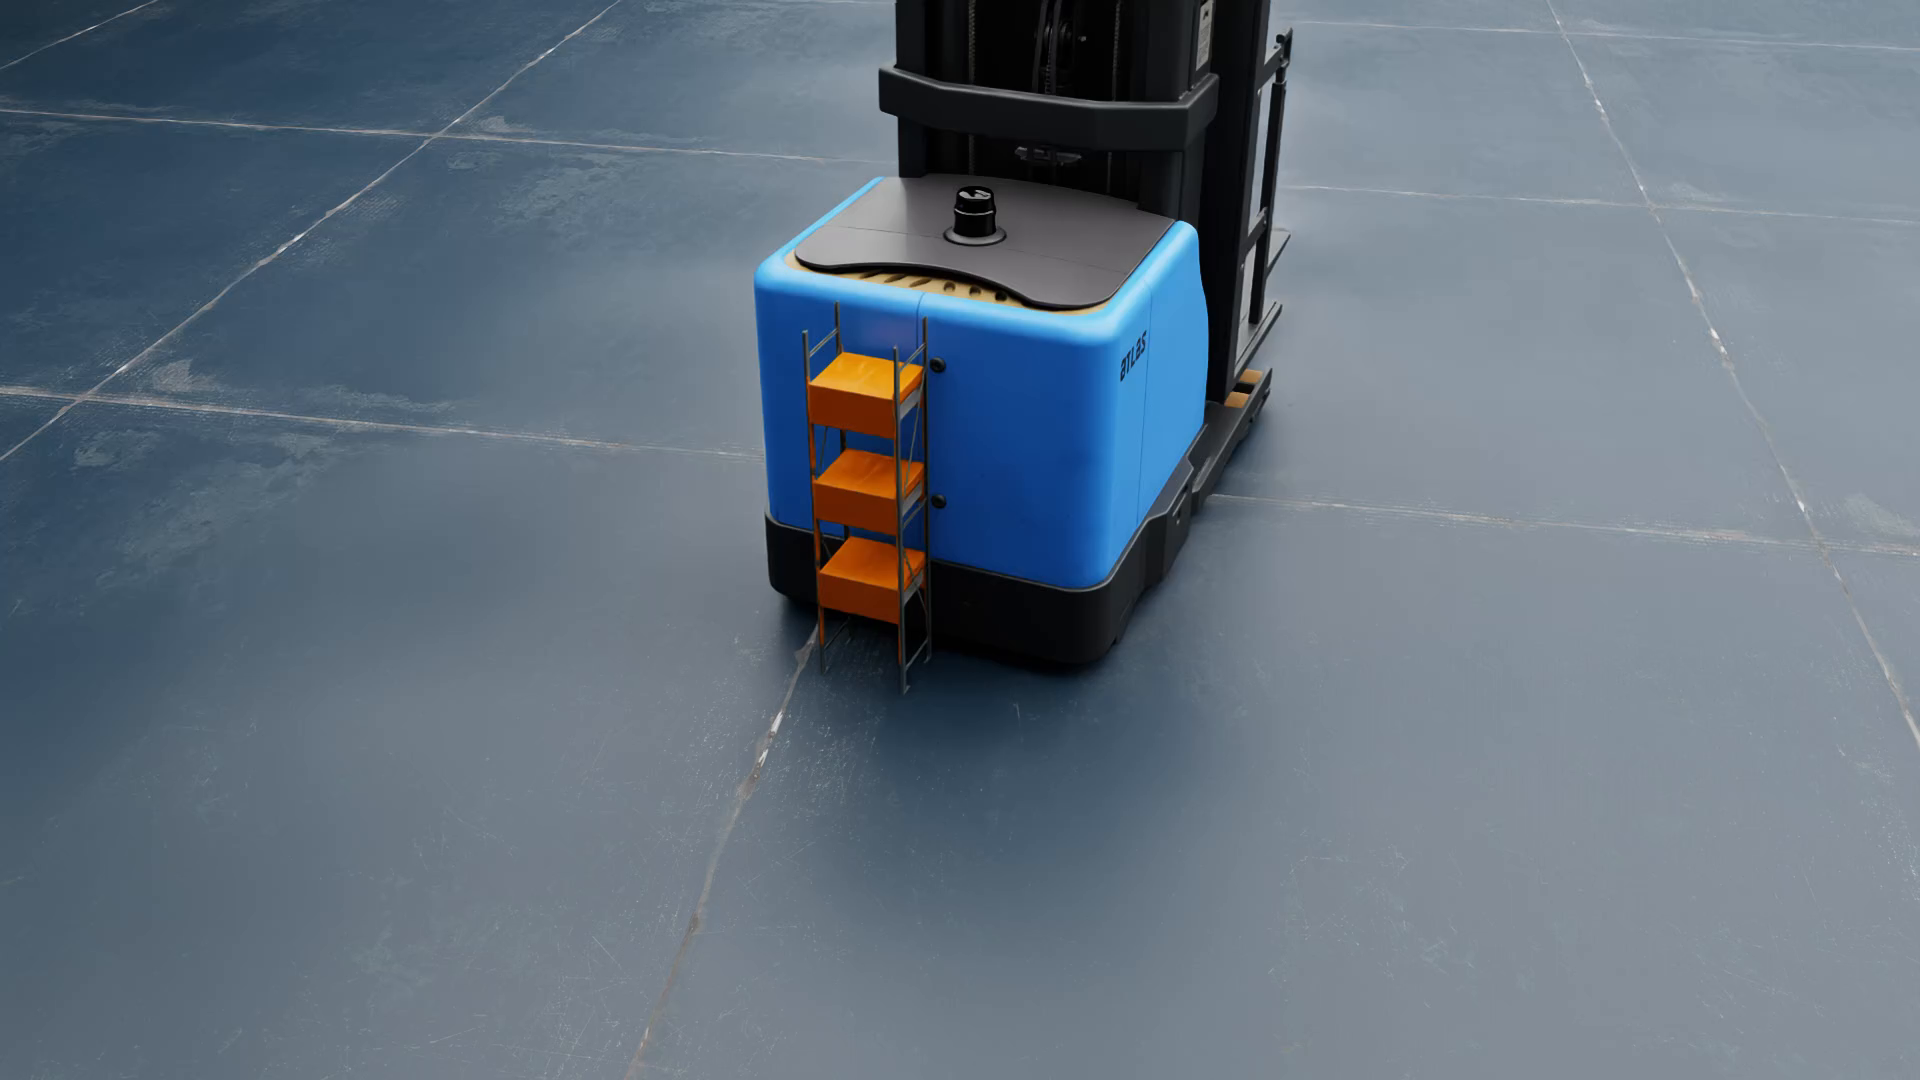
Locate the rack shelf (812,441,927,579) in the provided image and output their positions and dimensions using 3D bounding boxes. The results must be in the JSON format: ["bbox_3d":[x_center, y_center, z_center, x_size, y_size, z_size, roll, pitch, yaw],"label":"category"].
[{"bbox_3d":[-0.234,-0.081,4.411,0.240,0.259,0.215,12,34,18],"label":"rack shelf"}]

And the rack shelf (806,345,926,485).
[{"bbox_3d":[-0.234,-0.322,4.260,0.240,0.259,0.215,12,34,18],"label":"rack shelf"}]

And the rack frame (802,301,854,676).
[{"bbox_3d":[-0.348,-0.115,4.443,0.008,1.050,0.200,12,34,18],"label":"rack frame"}]

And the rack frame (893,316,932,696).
[{"bbox_3d":[-0.121,-0.066,4.366,0.008,1.050,0.200,12,34,18],"label":"rack frame"}]

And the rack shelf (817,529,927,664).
[{"bbox_3d":[-0.234,0.154,4.558,0.240,0.259,0.215,12,34,18],"label":"rack shelf"}]

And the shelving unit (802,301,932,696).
[{"bbox_3d":[-0.234,-0.090,4.405,0.252,1.050,0.215,12,34,18],"label":"shelving unit"}]

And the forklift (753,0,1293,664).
[{"bbox_3d":[0.471,-1.672,5.158,1.130,2.935,3.031,13,34,19],"label":"forklift"}]
